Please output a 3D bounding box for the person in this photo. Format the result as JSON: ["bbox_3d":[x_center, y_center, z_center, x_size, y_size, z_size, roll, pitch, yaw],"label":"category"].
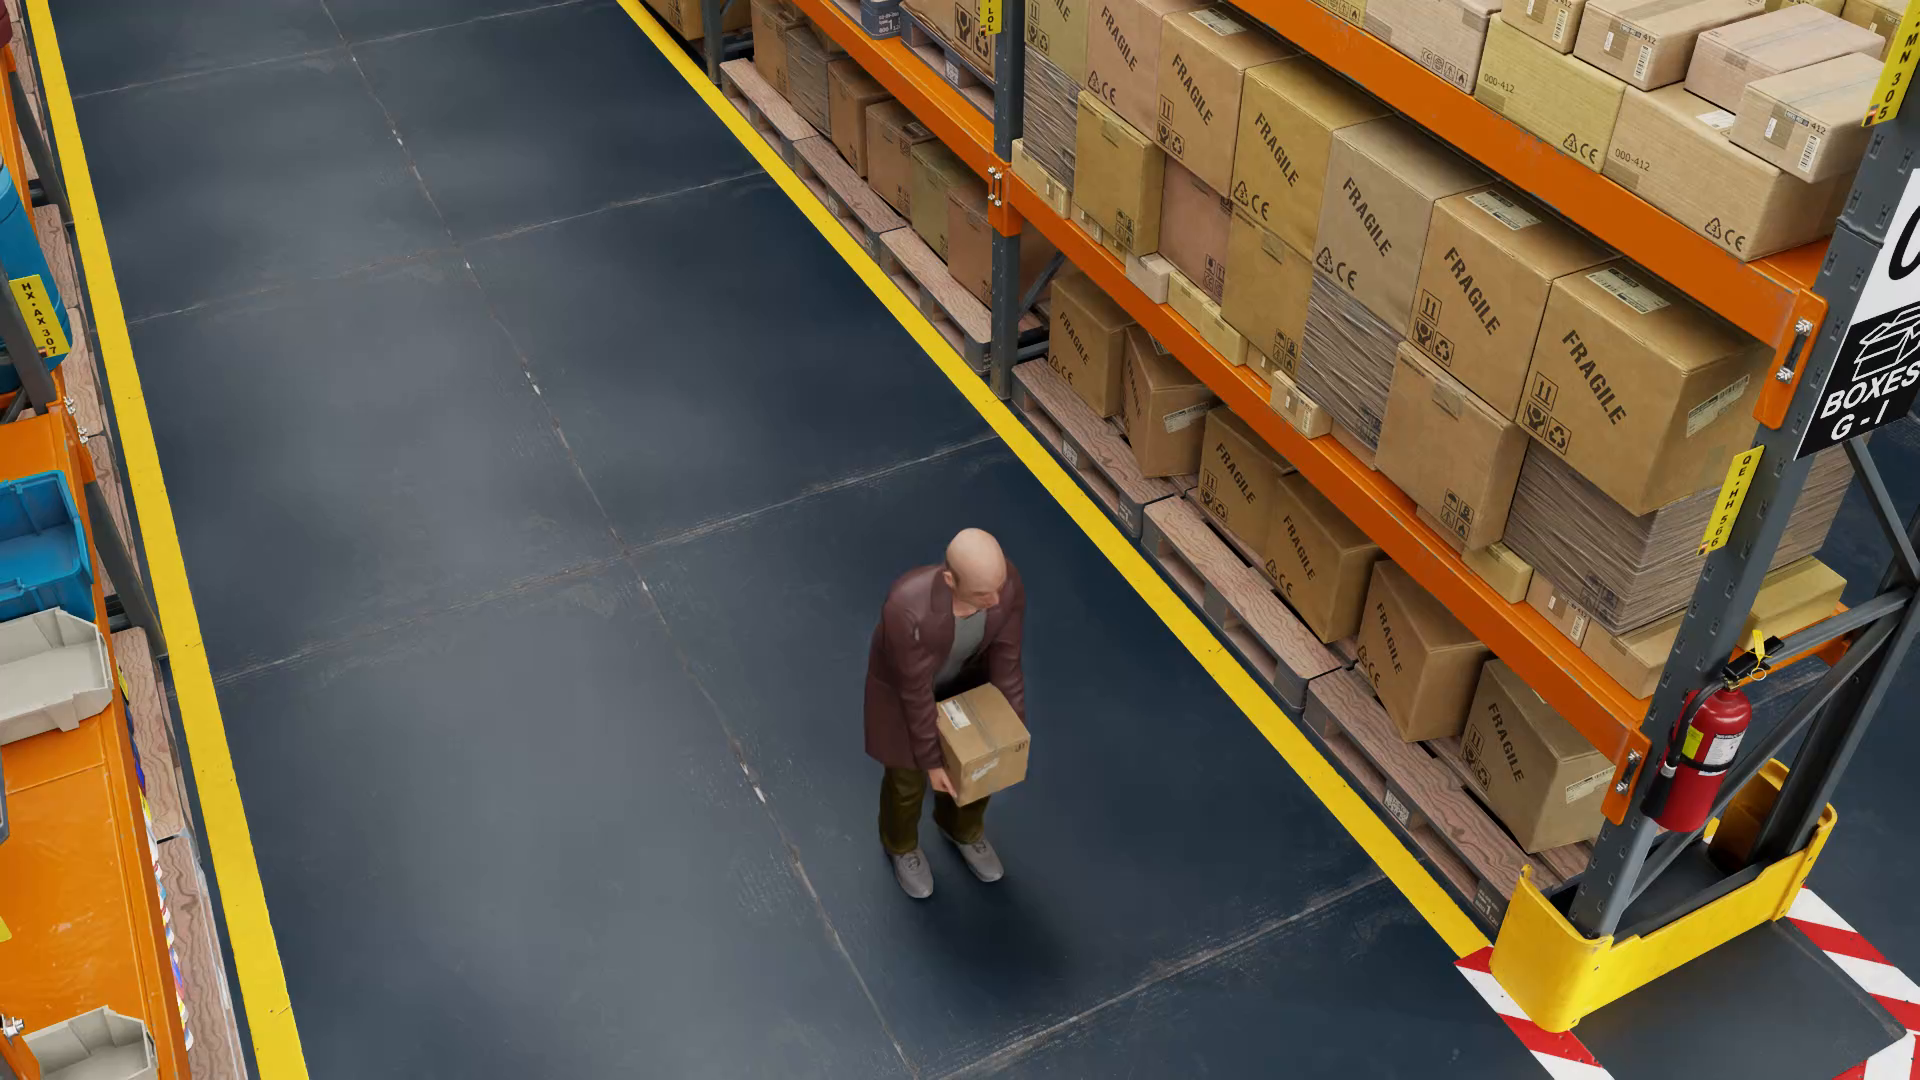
[{"bbox_3d":[-0.046,0.563,5.568,0.530,1.716,0.615,-19,44,-21],"label":"person"}]
